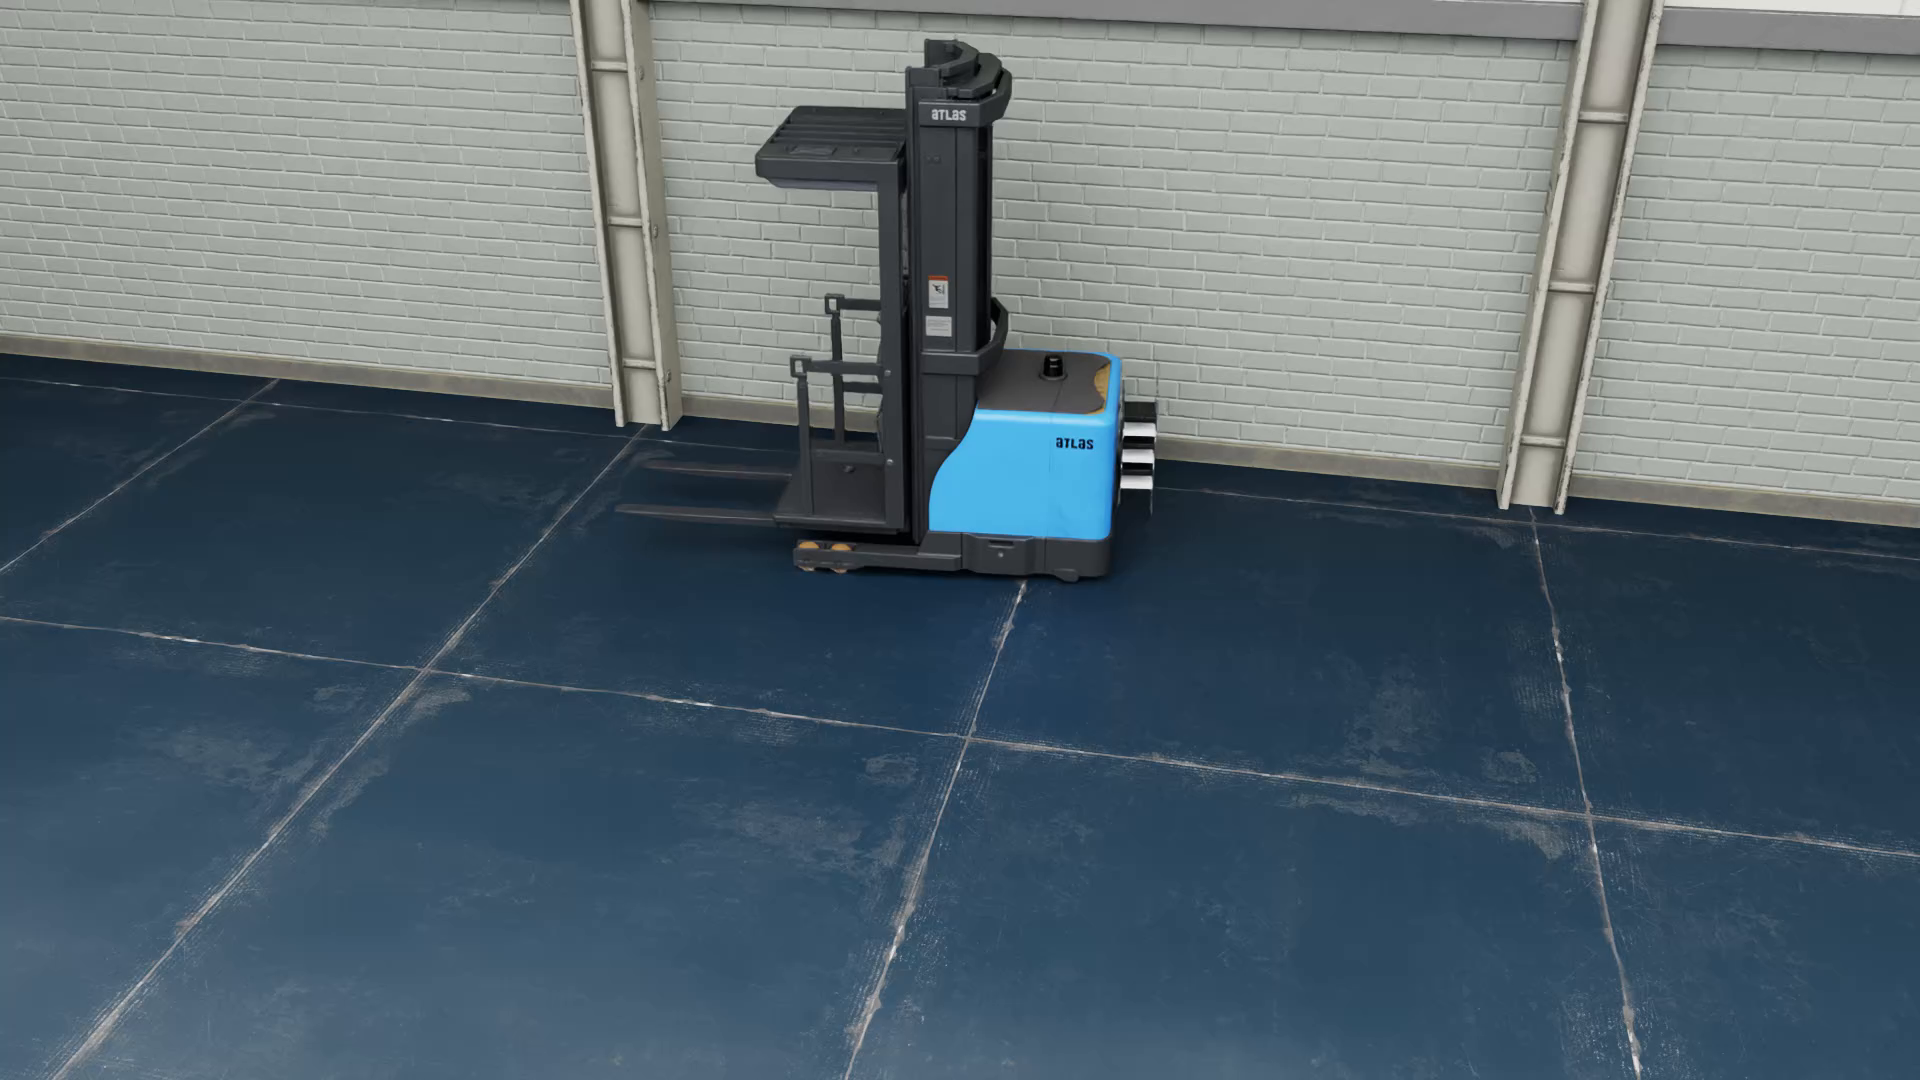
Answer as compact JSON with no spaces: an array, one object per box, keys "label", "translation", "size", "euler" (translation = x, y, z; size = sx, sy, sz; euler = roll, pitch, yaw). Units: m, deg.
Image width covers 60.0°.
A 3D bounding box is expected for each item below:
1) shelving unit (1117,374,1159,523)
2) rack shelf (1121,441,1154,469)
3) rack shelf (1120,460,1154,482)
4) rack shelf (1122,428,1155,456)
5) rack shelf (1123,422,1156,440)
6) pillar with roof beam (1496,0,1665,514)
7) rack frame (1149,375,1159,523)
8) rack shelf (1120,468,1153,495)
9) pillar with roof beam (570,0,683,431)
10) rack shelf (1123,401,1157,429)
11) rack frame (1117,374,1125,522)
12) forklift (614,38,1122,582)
[{"label":"shelving unit","translation":[1.105,-0.564,10.344],"size":[0.210,0.900,0.258],"euler":[2,29,3]},{"label":"rack shelf","translation":[1.105,-0.535,10.360],"size":[0.200,0.077,0.258],"euler":[2,29,3]},{"label":"rack shelf","translation":[1.105,-0.456,10.403],"size":[0.200,0.077,0.258],"euler":[2,29,3]},{"label":"rack shelf","translation":[1.105,-0.614,10.316],"size":[0.200,0.077,0.258],"euler":[2,29,3]},{"label":"rack shelf","translation":[1.105,-0.693,10.273],"size":[0.200,0.077,0.258],"euler":[2,29,3]},{"label":"pillar with roof beam","translation":[2.769,-2.179,4.860],"size":[0.400,9.000,9.100],"euler":[6,29,11]},{"label":"rack frame","translation":[1.206,-0.561,10.337],"size":[0.006,0.900,0.240],"euler":[2,29,3]},{"label":"rack shelf","translation":[1.105,-0.377,10.446],"size":[0.200,0.077,0.258],"euler":[2,29,3]},{"label":"pillar with roof beam","translation":[-3.098,-2.781,5.959],"size":[0.400,9.000,9.100],"euler":[6,29,11]},{"label":"rack shelf","translation":[1.105,-0.772,10.230],"size":[0.200,0.077,0.258],"euler":[2,29,3]},{"label":"rack frame","translation":[1.003,-0.568,10.350],"size":[0.006,0.900,0.240],"euler":[2,29,3]},{"label":"forklift","translation":[-0.564,-1.341,9.648],"size":[3.031,2.935,1.130],"euler":[3,29,6]}]
